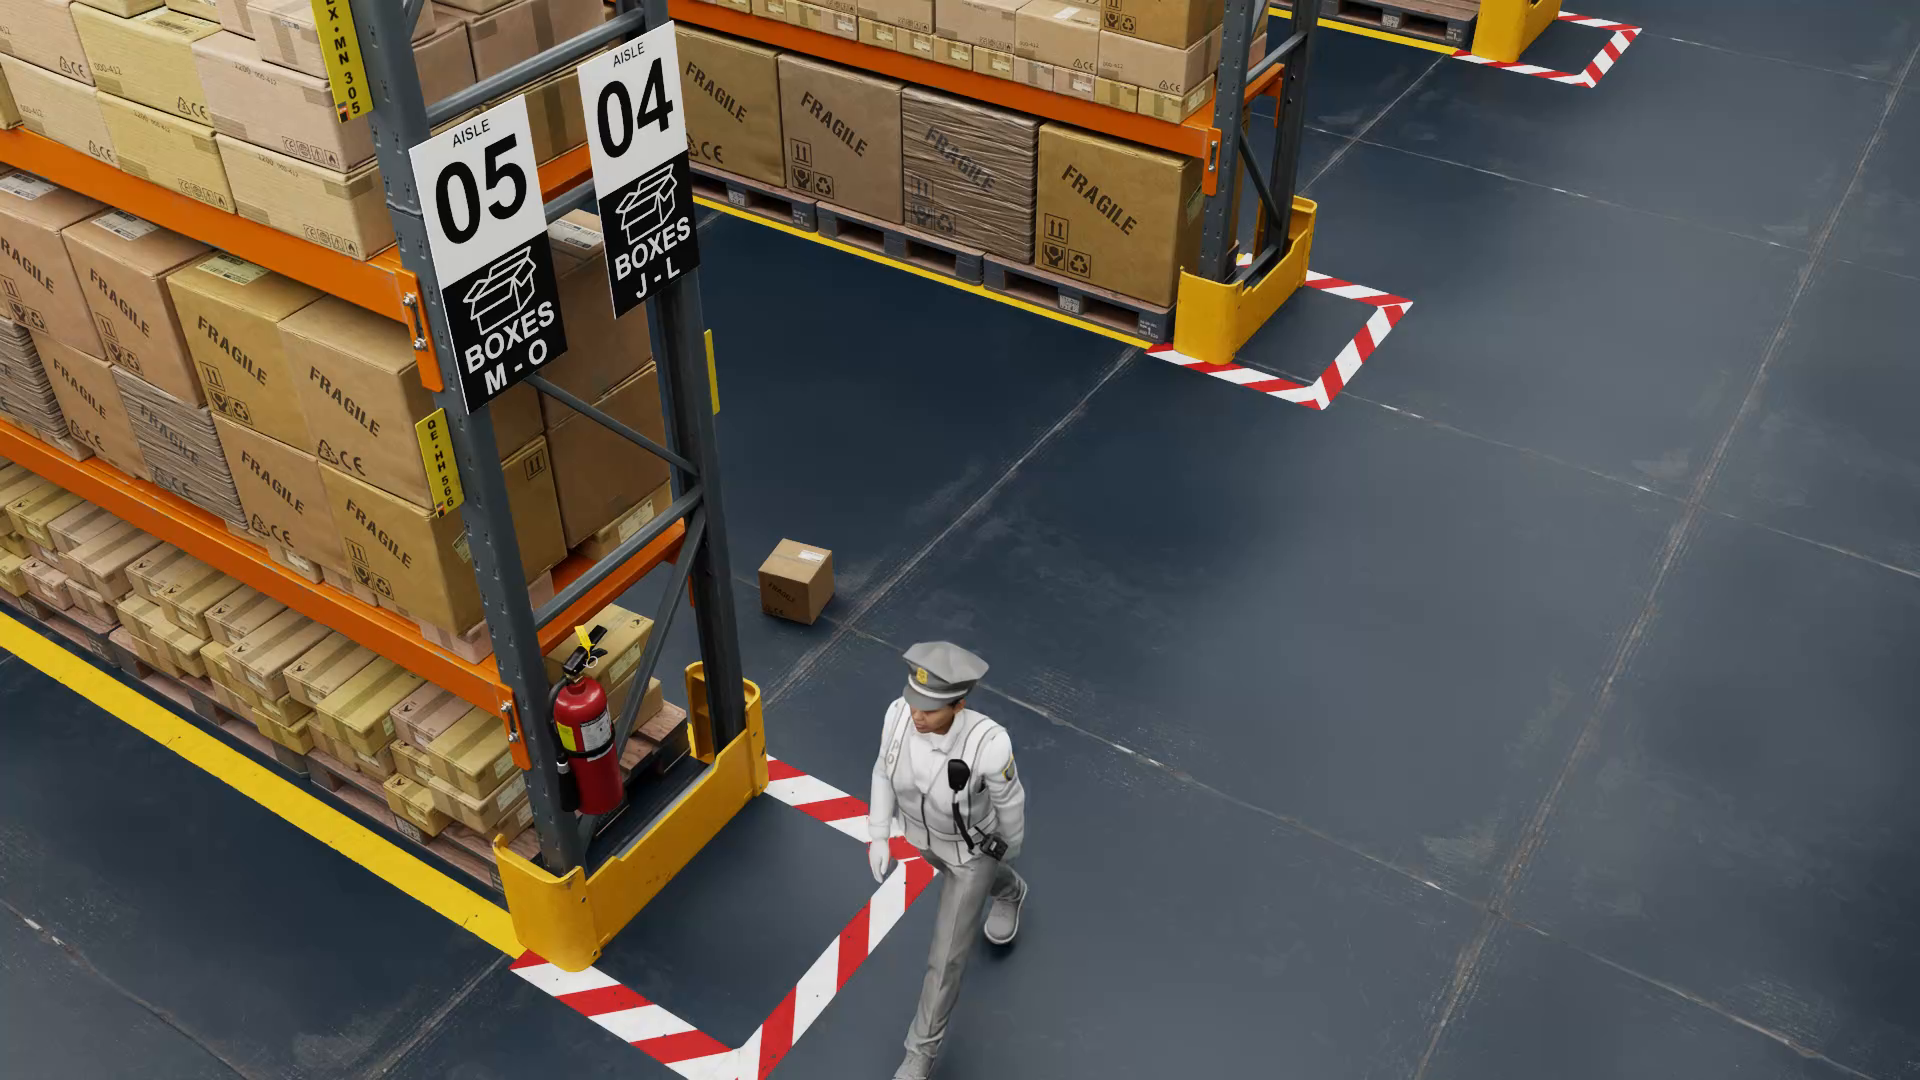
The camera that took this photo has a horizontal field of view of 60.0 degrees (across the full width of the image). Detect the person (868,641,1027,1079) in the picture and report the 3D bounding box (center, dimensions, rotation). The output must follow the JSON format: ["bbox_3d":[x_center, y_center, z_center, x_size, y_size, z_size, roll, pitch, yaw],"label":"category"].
[{"bbox_3d":[-0.075,0.963,5.445,0.489,1.616,1.040,24,45,27],"label":"person"}]
